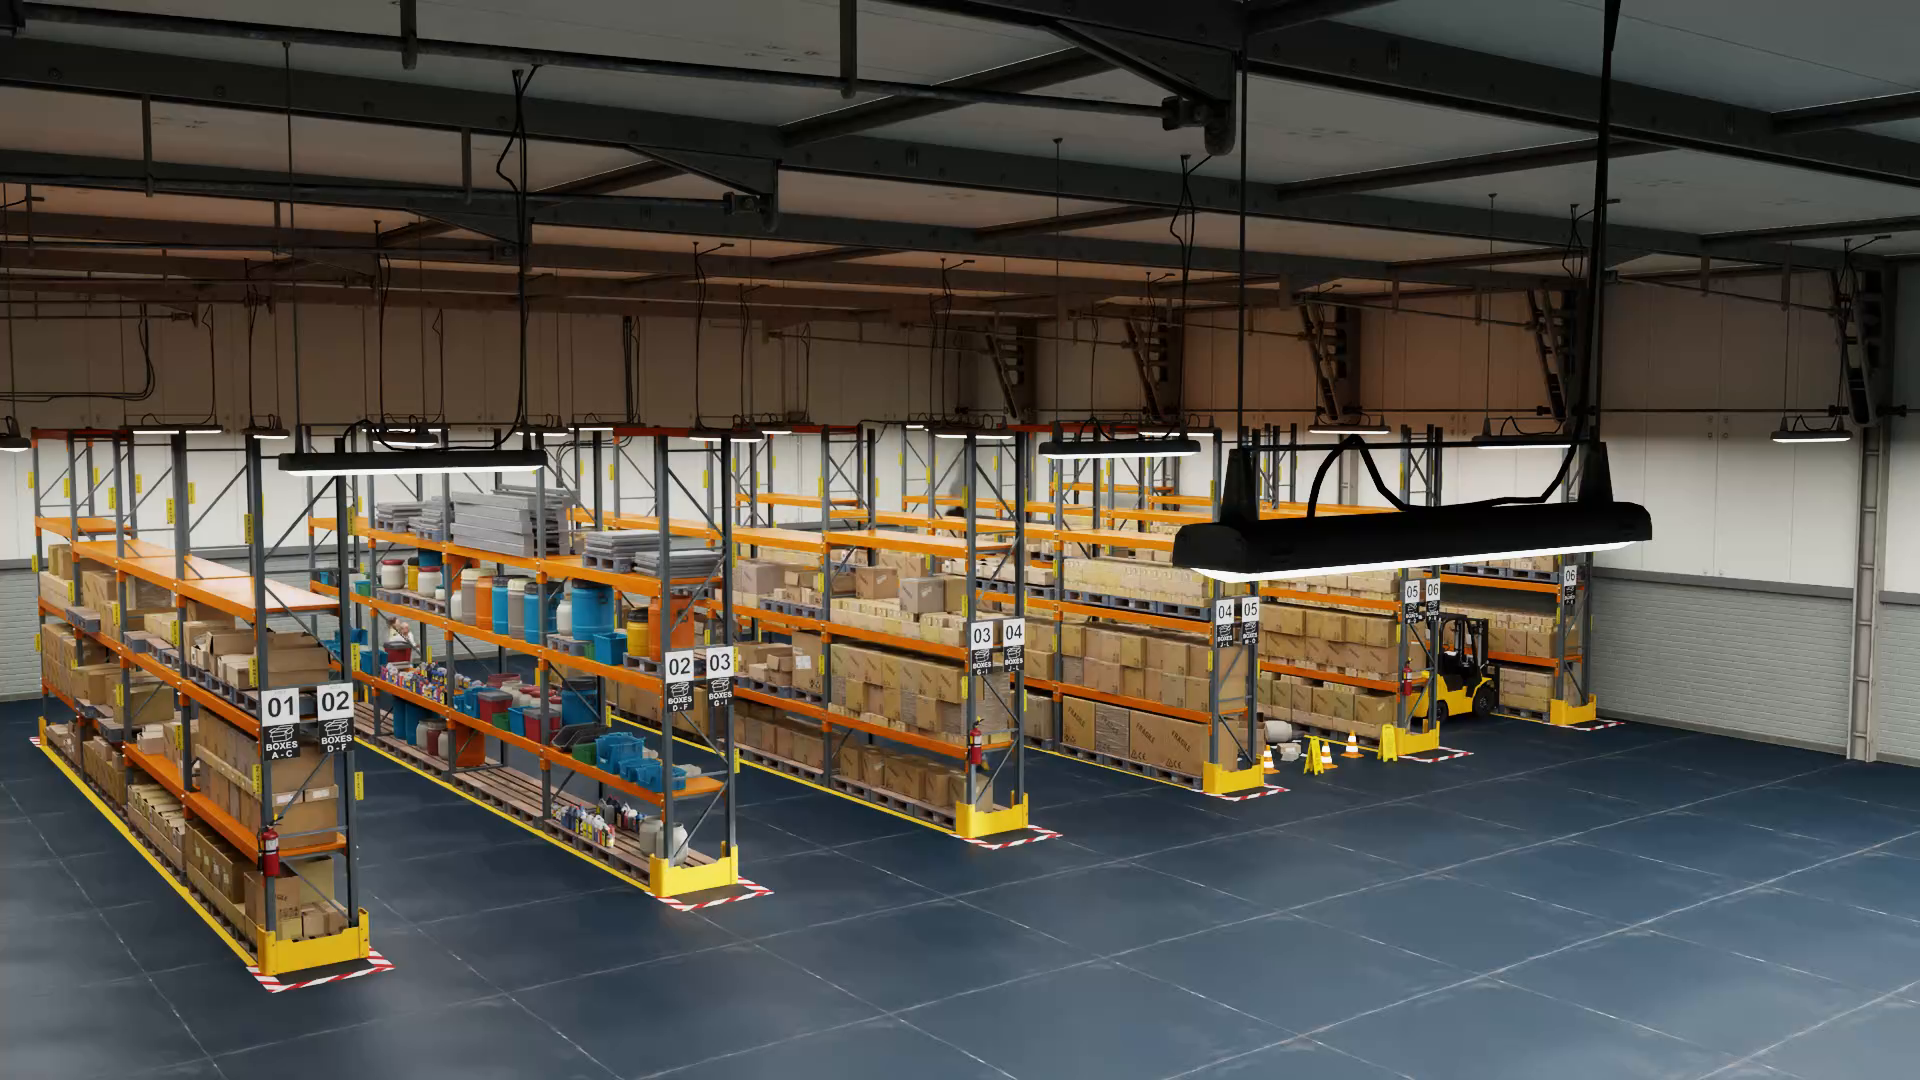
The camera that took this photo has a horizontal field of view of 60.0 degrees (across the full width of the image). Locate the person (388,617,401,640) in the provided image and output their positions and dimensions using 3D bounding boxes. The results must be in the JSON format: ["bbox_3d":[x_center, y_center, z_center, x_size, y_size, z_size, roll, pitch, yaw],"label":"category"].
[{"bbox_3d":[-12.842,2.555,37.864,0.553,1.629,0.580,-1,5,-10],"label":"person"}]

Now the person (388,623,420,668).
[{"bbox_3d":[-12.011,2.660,35.965,0.776,1.776,0.698,1,5,13],"label":"person"}]

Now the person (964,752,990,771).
[{"bbox_3d":[0.361,3.174,29.295,0.724,1.779,0.709,2,5,28],"label":"person"}]
